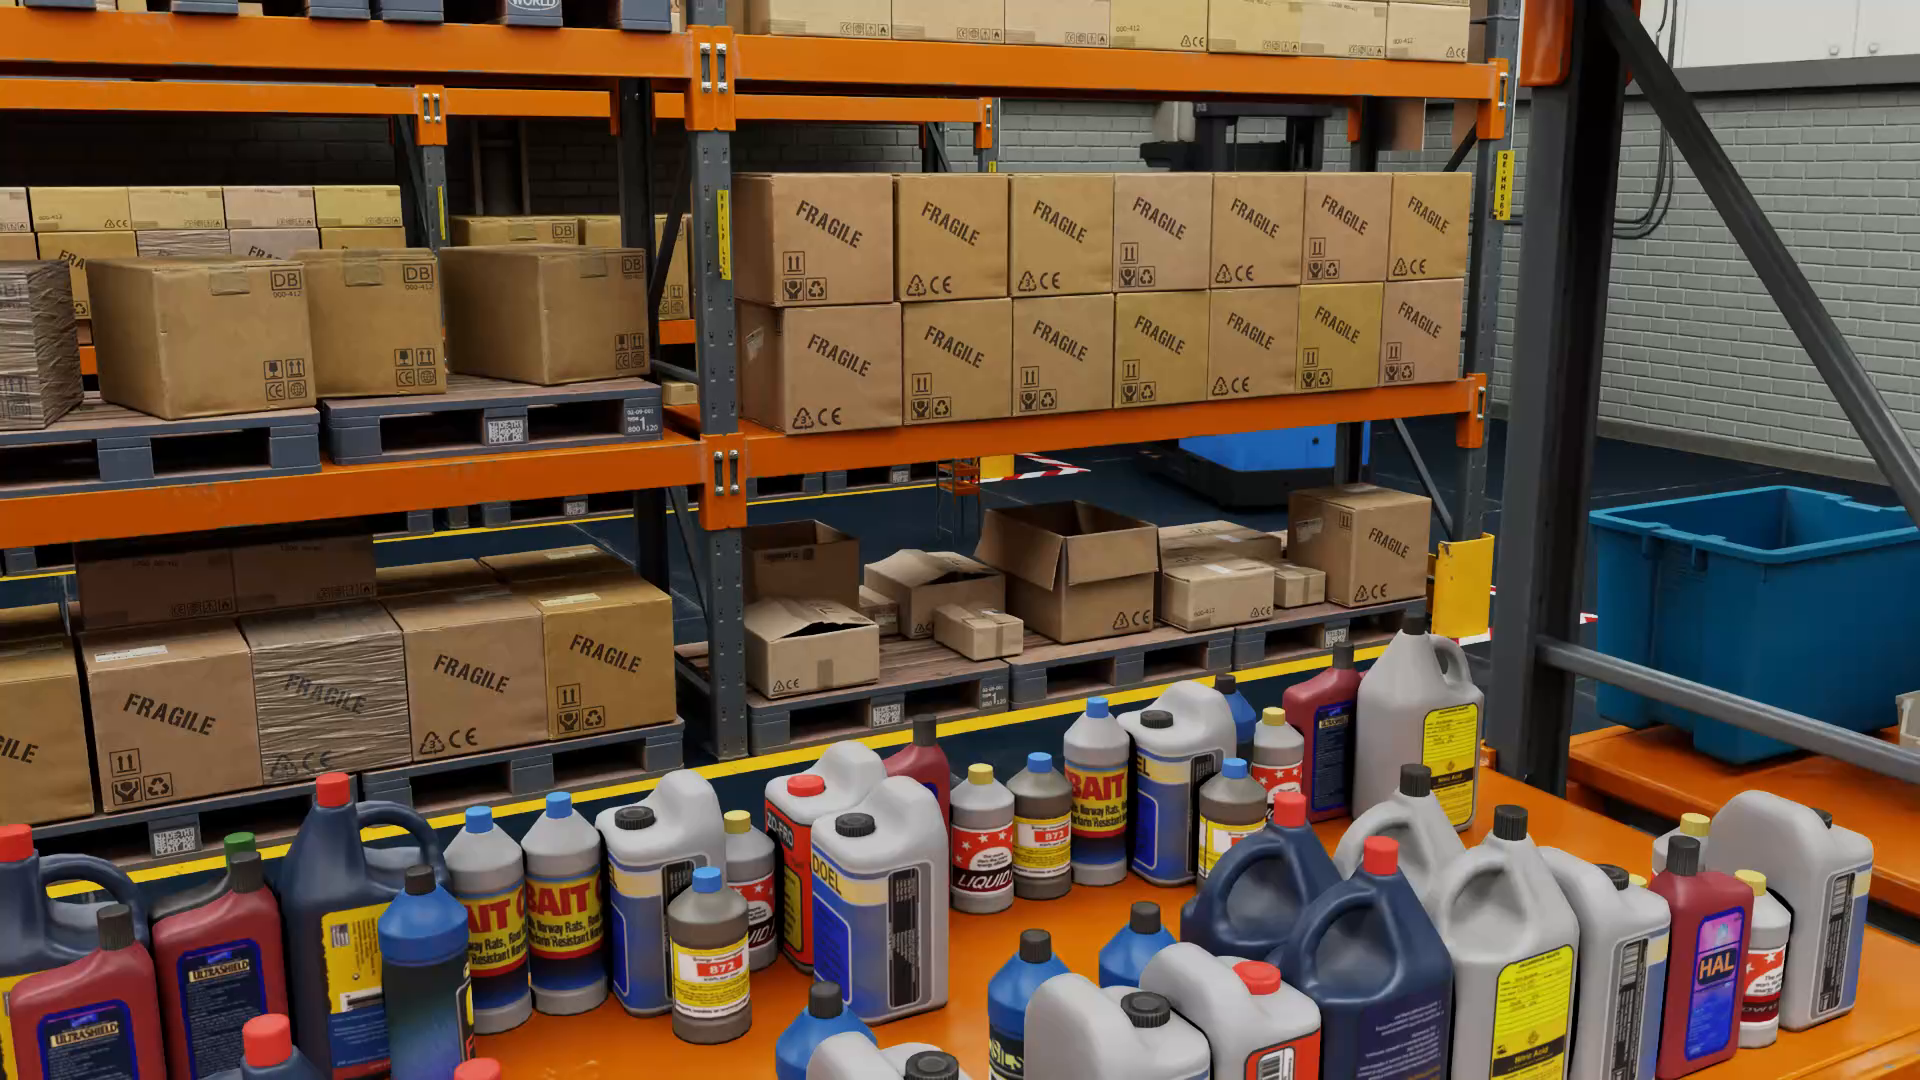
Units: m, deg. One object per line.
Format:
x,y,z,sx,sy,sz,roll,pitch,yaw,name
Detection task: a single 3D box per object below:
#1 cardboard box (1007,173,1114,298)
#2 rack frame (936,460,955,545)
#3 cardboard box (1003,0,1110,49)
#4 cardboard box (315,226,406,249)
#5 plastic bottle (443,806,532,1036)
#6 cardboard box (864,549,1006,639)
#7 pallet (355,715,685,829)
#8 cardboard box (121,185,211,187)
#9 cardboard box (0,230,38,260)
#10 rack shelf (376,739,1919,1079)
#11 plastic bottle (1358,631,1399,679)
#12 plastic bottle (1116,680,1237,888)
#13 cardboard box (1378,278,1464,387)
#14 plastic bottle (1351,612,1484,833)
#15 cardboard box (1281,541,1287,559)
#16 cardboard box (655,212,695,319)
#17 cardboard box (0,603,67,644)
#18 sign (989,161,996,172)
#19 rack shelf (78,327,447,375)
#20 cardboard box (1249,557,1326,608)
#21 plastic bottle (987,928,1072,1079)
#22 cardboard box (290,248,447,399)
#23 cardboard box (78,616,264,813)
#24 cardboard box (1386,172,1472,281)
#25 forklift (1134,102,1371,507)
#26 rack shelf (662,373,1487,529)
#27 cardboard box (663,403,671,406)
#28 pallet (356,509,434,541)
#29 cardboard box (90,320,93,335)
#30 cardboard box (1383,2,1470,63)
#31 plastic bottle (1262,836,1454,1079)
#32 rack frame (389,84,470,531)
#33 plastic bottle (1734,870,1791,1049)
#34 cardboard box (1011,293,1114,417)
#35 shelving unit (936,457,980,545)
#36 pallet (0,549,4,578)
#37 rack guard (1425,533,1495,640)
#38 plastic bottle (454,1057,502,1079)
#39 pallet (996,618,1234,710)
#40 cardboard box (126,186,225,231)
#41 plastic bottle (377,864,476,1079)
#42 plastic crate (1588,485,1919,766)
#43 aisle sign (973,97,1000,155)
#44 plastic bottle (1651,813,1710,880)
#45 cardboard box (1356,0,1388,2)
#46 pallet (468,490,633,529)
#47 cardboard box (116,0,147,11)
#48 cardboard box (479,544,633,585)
0.307,-1.314,7.111,0.500,0.500,0.500,-7,15,-30,cardboard box
-0.093,-0.574,10.428,0.006,1.200,0.240,-7,14,-28,rack frame
0.281,-2.172,6.936,0.500,0.250,0.500,-7,14,-28,cardboard box
-3.806,-1.734,10.533,0.500,0.500,0.500,-7,15,-29,cardboard box
-0.581,0.458,2.034,0.097,0.271,0.097,0,13,0,plastic bottle
-0.123,0.230,7.877,0.500,0.311,0.500,-7,14,-28,cardboard box
-1.841,0.780,6.664,1.213,0.211,1.003,-7,14,-28,pallet
-4.944,-2.089,10.402,0.500,0.250,0.500,-7,15,-30,cardboard box
-5.584,-1.518,9.571,0.500,0.500,0.500,-7,14,-28,cardboard box
-0.531,0.843,1.671,4.000,0.370,1.077,-7,14,-28,rack shelf
0.699,0.295,2.734,0.133,0.283,0.061,-7,14,-28,plastic bottle
0.315,0.356,2.480,0.135,0.276,0.152,-7,14,-28,plastic bottle
2.103,-1.044,8.187,0.500,0.500,0.500,-6,14,-26,cardboard box
0.725,0.284,2.627,0.185,0.351,0.144,-7,14,-28,plastic bottle
1.614,0.077,8.885,0.250,0.166,0.380,-7,14,-28,cardboard box
-1.761,-1.982,11.903,0.700,0.700,0.980,-8,15,-31,cardboard box
-3.493,0.554,6.007,0.500,0.500,0.500,-7,15,-30,cardboard box
0.237,-2.623,12.256,0.005,0.325,0.100,-7,14,-28,sign
-5.277,-1.067,10.155,4.000,0.370,1.077,-7,14,-28,rack shelf
1.608,0.203,8.326,0.250,0.166,0.380,-7,14,-28,cardboard box
0.076,0.531,1.709,0.097,0.271,0.097,0,13,0,plastic bottle
-2.241,-0.836,6.308,0.500,0.500,0.700,-4,13,-19,cardboard box
-2.765,0.595,5.823,0.500,0.500,0.500,-7,15,-30,cardboard box
2.107,-1.531,8.076,0.500,0.500,0.500,-7,14,-28,cardboard box
1.992,-1.935,12.531,1.130,2.935,3.031,-3,13,-14,forklift
0.610,-0.533,7.785,4.000,0.370,1.077,-7,14,-28,rack shelf
-2.374,-0.724,11.733,0.500,0.500,0.700,-7,14,-28,cardboard box
-4.163,-0.172,10.892,1.213,0.211,1.003,-7,14,-28,pallet
-5.267,-1.358,10.336,0.250,0.149,0.380,-7,14,-29,cardboard box
2.041,-2.380,7.862,0.500,0.250,0.500,-7,14,-28,cardboard box
0.413,0.485,1.736,0.185,0.351,0.144,-7,14,-28,plastic bottle
-3.522,-1.628,11.011,0.127,3.000,1.000,-7,14,-28,rack frame
0.945,0.499,2.010,0.097,0.201,0.097,0,13,0,plastic bottle
0.321,-0.830,7.239,0.500,0.500,0.500,-7,14,-28,cardboard box
-0.013,-0.584,10.471,0.189,1.200,0.258,-7,14,-28,shelving unit
-6.305,0.085,9.751,1.213,0.211,1.003,-7,14,-28,pallet
2.299,0.133,8.879,0.348,0.500,1.175,-7,14,-28,rack guard
-0.392,0.581,1.308,0.185,0.351,0.144,-7,14,-28,plastic bottle
0.530,0.486,7.971,1.213,0.211,1.003,-7,14,-28,pallet
-4.710,-1.993,9.976,0.500,0.250,0.500,-7,14,-27,cardboard box
-0.597,0.496,1.865,0.097,0.271,0.097,0,13,0,plastic bottle
1.471,0.145,3.033,0.575,0.384,0.392,-7,14,-28,plastic crate
0.196,-3.267,12.372,0.004,0.787,0.394,-7,14,-28,aisle sign
0.958,0.460,2.186,0.097,0.201,0.097,0,13,0,plastic bottle
1.598,-2.573,7.580,0.500,0.250,0.500,-7,14,-28,cardboard box
-2.817,-0.332,11.606,1.213,0.211,1.003,-7,14,-28,pallet
-4.805,-3.212,9.989,0.500,0.500,0.700,-7,15,-29,cardboard box
-1.686,0.335,6.979,0.500,0.500,0.500,-8,15,-30,cardboard box
